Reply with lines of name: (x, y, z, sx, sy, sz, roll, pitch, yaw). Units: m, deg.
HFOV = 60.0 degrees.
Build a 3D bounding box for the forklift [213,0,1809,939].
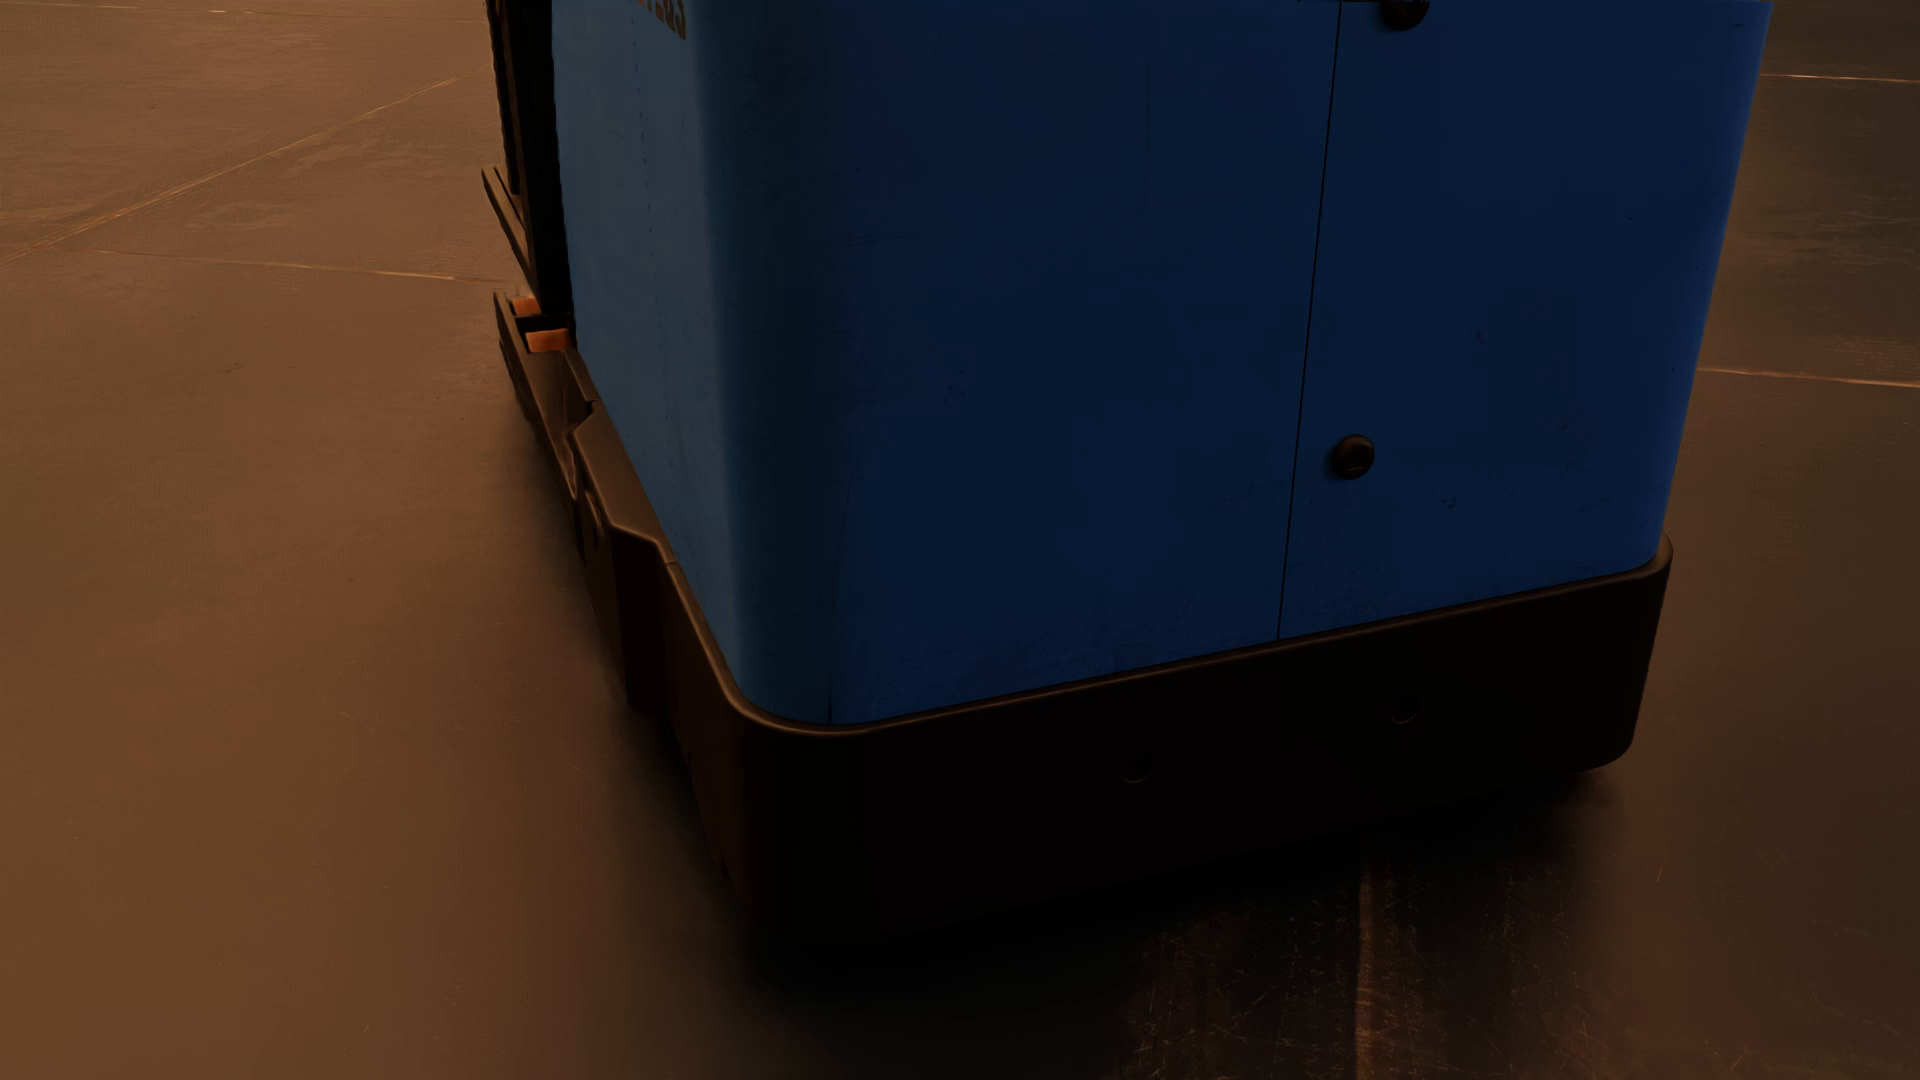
forklift: (-0.402, -1.516, 2.252, 1.130, 2.935, 3.031, -21, 33, -35)
